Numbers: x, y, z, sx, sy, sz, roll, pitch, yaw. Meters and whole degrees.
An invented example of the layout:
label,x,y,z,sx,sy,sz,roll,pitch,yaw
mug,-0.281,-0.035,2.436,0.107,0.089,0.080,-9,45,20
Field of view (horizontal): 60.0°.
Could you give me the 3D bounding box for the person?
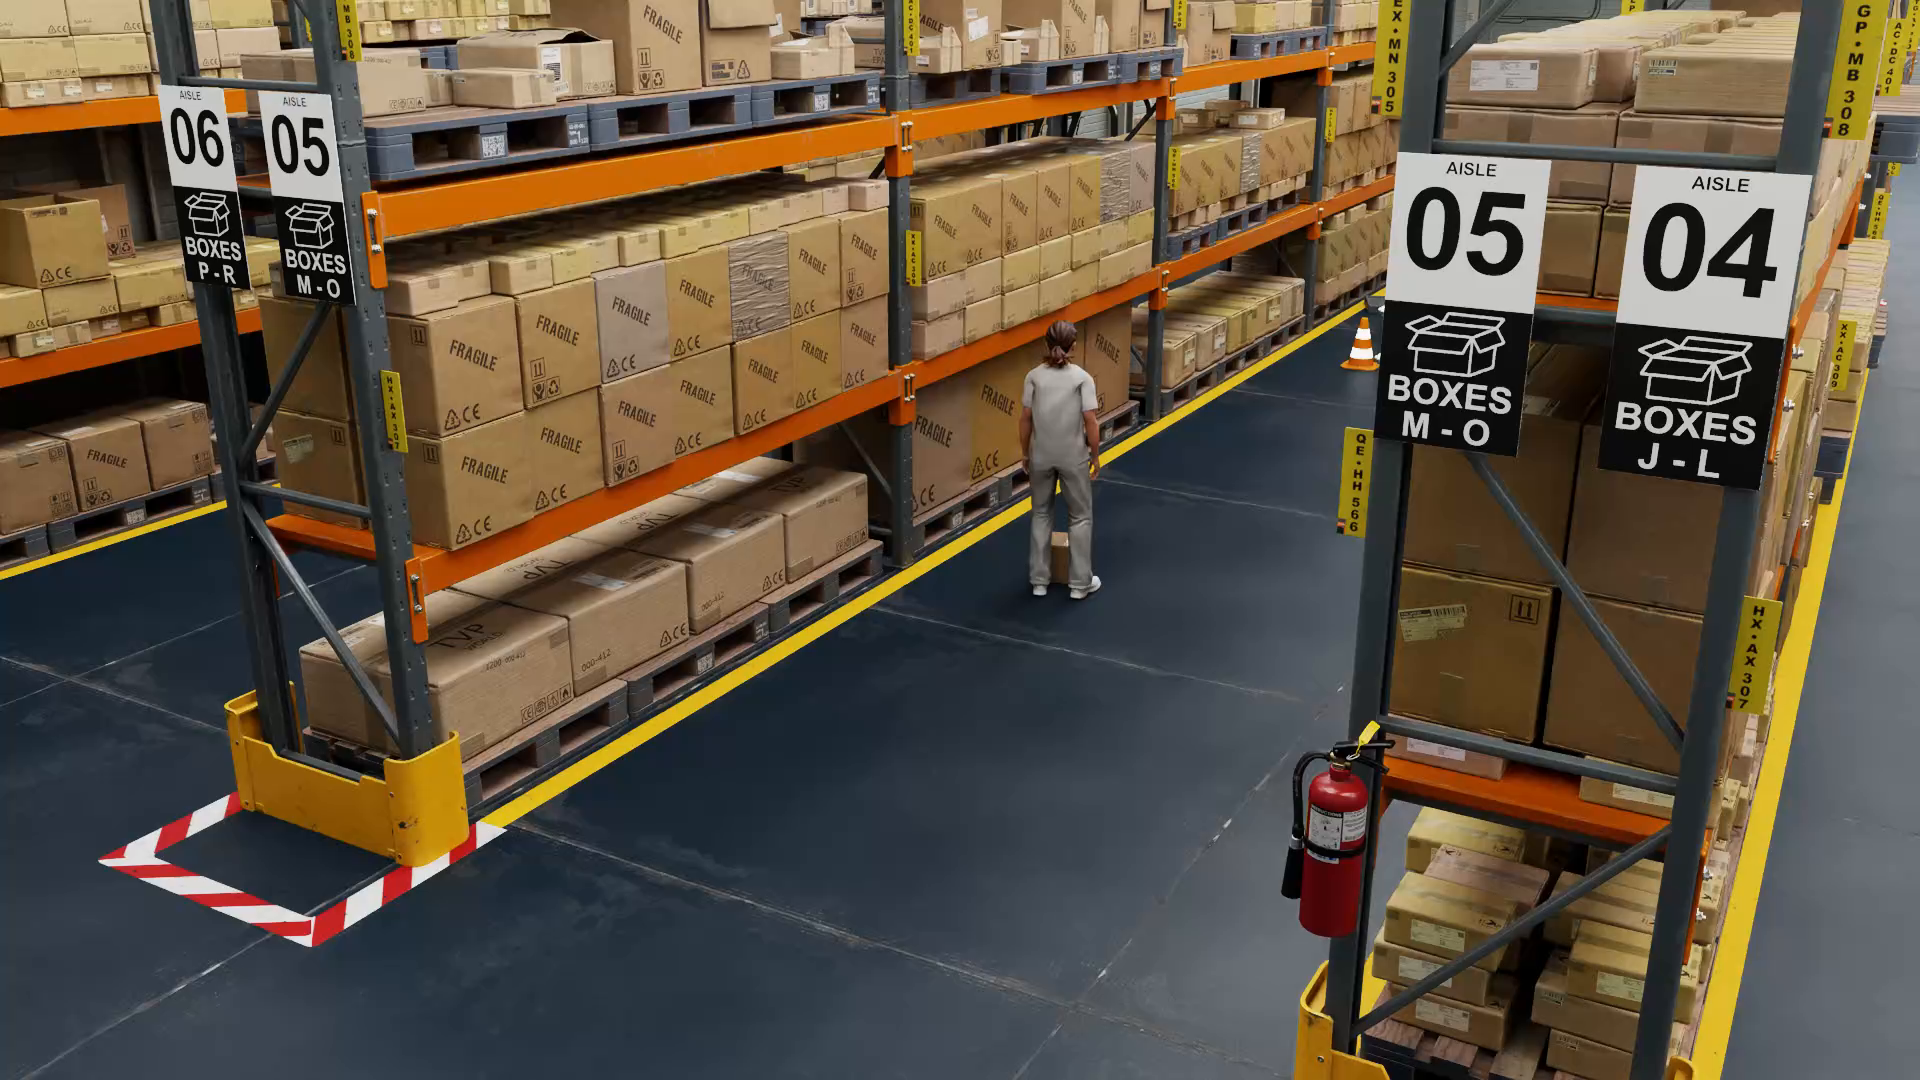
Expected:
label,x,y,z,sx,sy,sz,roll,pitch,yaw
person,0.596,-0.473,9.915,0.486,1.666,0.363,5,20,15
